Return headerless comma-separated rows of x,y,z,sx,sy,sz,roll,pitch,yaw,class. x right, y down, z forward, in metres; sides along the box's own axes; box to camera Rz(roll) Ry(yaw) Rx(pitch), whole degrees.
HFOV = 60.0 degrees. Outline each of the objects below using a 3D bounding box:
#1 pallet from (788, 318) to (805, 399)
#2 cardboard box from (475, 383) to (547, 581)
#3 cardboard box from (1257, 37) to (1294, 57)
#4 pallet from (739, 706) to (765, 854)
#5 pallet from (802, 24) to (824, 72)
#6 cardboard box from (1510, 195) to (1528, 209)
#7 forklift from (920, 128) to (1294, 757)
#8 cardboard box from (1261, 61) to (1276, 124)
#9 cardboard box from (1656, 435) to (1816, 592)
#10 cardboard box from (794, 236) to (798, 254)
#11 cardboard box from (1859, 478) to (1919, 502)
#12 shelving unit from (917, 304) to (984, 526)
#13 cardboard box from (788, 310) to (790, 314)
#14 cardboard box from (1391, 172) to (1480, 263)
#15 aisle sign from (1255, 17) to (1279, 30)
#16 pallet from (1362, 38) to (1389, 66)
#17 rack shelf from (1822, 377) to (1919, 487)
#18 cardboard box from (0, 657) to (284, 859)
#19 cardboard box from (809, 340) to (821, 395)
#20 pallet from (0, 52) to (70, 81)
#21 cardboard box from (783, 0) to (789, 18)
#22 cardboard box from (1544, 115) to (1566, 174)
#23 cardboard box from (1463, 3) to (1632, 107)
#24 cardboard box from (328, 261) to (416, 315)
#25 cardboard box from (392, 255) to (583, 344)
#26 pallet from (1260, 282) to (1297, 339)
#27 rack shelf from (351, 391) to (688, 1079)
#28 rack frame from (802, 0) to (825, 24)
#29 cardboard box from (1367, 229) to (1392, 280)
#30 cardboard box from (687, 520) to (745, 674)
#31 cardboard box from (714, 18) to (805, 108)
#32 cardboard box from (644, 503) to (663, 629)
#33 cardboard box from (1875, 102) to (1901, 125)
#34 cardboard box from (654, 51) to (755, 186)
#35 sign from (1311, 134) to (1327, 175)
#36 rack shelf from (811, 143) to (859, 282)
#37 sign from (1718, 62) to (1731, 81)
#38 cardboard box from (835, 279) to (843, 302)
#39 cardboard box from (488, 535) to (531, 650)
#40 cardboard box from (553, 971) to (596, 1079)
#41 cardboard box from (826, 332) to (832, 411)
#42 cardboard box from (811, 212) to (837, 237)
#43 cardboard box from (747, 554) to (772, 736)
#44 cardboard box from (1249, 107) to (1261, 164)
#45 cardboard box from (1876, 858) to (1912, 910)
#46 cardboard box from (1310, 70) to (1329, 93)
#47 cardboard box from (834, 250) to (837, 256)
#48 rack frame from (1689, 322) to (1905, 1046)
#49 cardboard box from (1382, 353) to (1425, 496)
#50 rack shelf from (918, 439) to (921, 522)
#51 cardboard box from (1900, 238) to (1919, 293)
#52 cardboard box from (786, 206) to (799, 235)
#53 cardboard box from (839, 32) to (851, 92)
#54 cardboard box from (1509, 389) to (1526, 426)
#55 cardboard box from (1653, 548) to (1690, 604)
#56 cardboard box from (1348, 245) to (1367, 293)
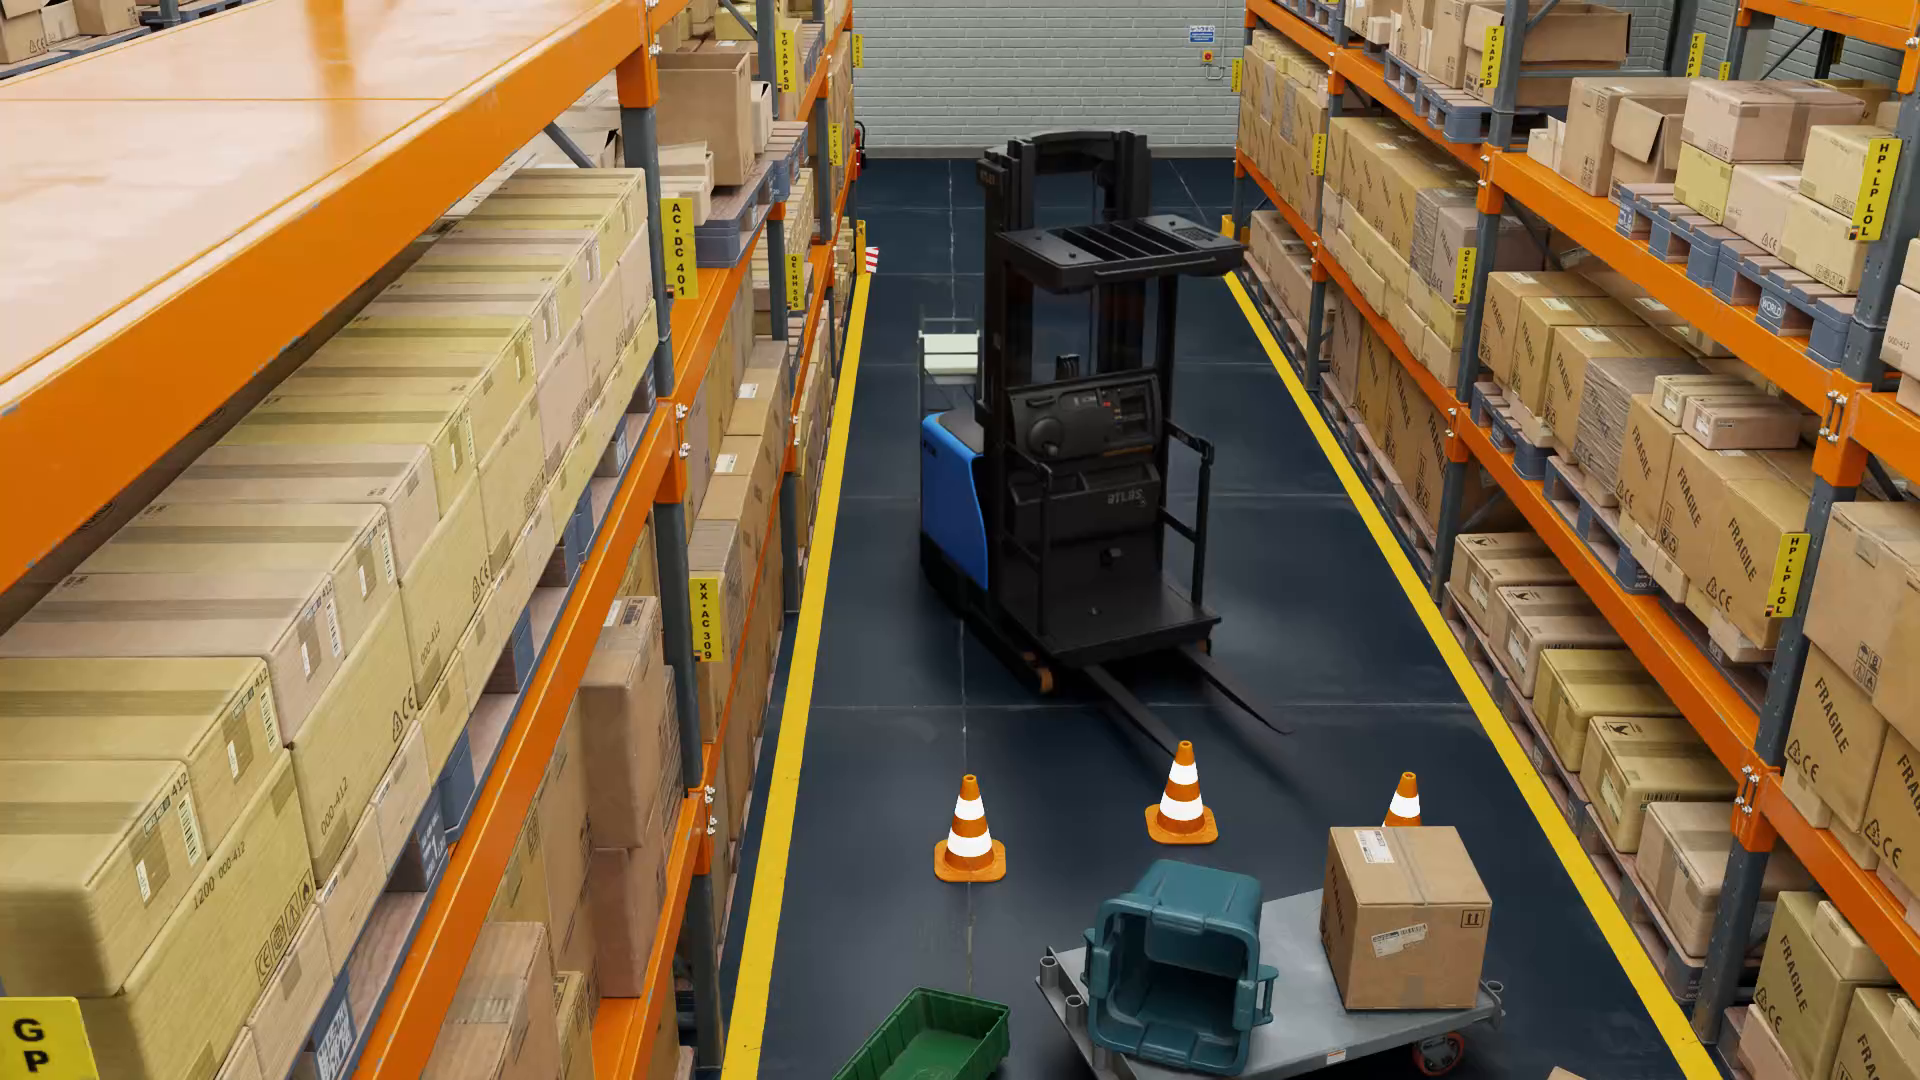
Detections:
-1.606,-1.138,10.360,1.213,0.211,1.003,0,24,-1,pallet
-1.170,-0.131,3.449,0.500,0.250,0.500,0,24,-1,cardboard box
3.059,-4.727,15.940,0.380,0.149,0.250,0,24,1,cardboard box
-1.548,1.164,8.419,1.003,0.211,1.213,0,24,-1,pallet
-1.635,-3.607,12.174,1.213,0.211,1.003,0,24,-1,pallet
3.681,-1.906,10.490,0.500,0.500,0.500,0,24,0,cardboard box
0.801,-0.664,9.162,1.130,2.935,3.031,-10,26,-22,forklift
3.116,-4.170,15.496,0.500,0.500,0.500,0,24,-1,cardboard box
3.260,-0.114,6.871,0.500,0.500,0.500,0,24,0,cardboard box
-1.318,-1.987,11.438,0.380,0.149,0.250,1,24,1,cardboard box
3.782,0.085,6.431,0.500,0.500,0.500,0,24,1,cardboard box
-0.065,-0.736,11.057,0.431,1.500,0.755,-1,24,-1,shelving unit
-1.305,-1.528,10.783,0.380,0.149,0.250,1,24,2,cardboard box
3.177,-2.126,10.975,0.500,0.500,0.500,0,24,-1,cardboard box
3.079,-5.506,16.629,0.394,0.787,0.004,0,24,-1,aisle sign
3.473,-3.547,12.044,0.805,0.209,1.217,-1,24,-3,pallet
3.523,0.437,3.877,1.077,0.370,4.000,0,24,-1,rack shelf
-1.091,0.269,2.081,0.380,0.149,0.250,0,24,0,cardboard box
-1.262,-1.240,11.965,0.500,0.250,0.500,-1,24,-3,cardboard box
-6.528,-2.959,10.741,1.003,0.211,1.213,1,24,2,pallet
-1.641,-4.028,12.245,0.700,0.500,0.500,0,24,0,cardboard box
3.293,-2.066,8.702,0.396,0.266,0.258,0,24,-1,cardboard box
3.302,-2.756,9.430,0.797,0.503,0.637,-2,24,-4,cardboard box
-1.715,-0.545,4.364,0.500,0.250,0.500,0,24,-1,cardboard box
-1.113,-0.570,3.937,0.380,0.149,0.250,0,24,0,cardboard box
3.467,-2.192,15.840,1.003,0.211,1.213,0,24,-1,pallet
-1.426,0.501,3.736,1.077,0.370,4.000,0,24,-1,rack shelf
-1.535,-5.314,12.080,1.000,3.000,0.127,0,24,-1,rack frame
3.157,-1.991,11.587,0.500,0.250,0.500,-1,24,-2,cardboard box
-1.191,0.244,6.949,0.500,0.500,0.500,0,24,0,cardboard box
-1.255,-2.994,10.467,0.500,0.500,0.500,0,24,-1,cardboard box
-1.459,0.010,6.254,0.700,0.500,0.500,-1,24,-1,cardboard box
3.880,-1.514,6.383,0.500,0.250,0.500,-1,24,-2,cardboard box
-1.193,-1.867,7.345,0.500,0.500,0.500,0,24,-1,cardboard box
2.859,-3.072,13.256,0.100,0.325,0.005,0,24,-1,sign
-1.557,-3.077,15.287,1.077,0.370,4.000,0,24,-1,rack shelf
7.791,-4.709,16.971,0.100,0.325,0.005,0,24,-1,sign
-1.269,-2.293,15.268,0.380,0.149,0.250,0,24,-1,cardboard box
-1.105,0.107,3.407,0.380,0.149,0.250,0,24,0,cardboard box
-1.409,1.467,4.185,0.875,0.550,0.500,0,24,-1,cardboard box
-1.275,-1.330,13.073,0.500,0.500,0.500,-1,24,-2,cardboard box
-1.211,-2.585,13.630,0.380,0.149,0.250,1,24,1,cardboard box
-1.562,0.513,8.697,1.050,0.750,0.750,0,24,0,cardboard box
3.121,-3.931,16.181,0.500,0.500,0.500,-1,24,-1,cardboard box
3.271,1.111,5.459,0.380,0.149,0.250,0,24,-1,cardboard box
3.184,-3.883,14.074,0.380,0.149,0.250,0,24,-1,cardboard box
-1.354,-2.639,15.673,0.380,0.149,0.250,-1,24,-2,cardboard box
3.501,0.652,6.169,1.000,3.000,0.127,0,24,-1,rack frame
3.527,-0.872,11.608,0.875,0.875,0.875,0,24,0,cardboard box
-0.065,-0.439,11.192,0.431,0.370,0.720,-1,24,-1,rack shelf
3.178,-0.833,5.148,0.380,0.149,0.250,-1,24,-1,cardboard box
-1.322,-2.227,11.608,0.380,0.149,0.250,-1,24,-3,cardboard box
-1.325,-4.678,16.259,0.500,0.500,0.500,-1,24,-2,cardboard box
3.201,-0.709,8.973,0.380,0.149,0.250,-2,24,-4,cardboard box
3.195,0.149,7.075,0.380,0.149,0.250,-1,24,-1,cardboard box
3.151,-1.970,12.147,0.500,0.250,0.500,0,24,-1,cardboard box
